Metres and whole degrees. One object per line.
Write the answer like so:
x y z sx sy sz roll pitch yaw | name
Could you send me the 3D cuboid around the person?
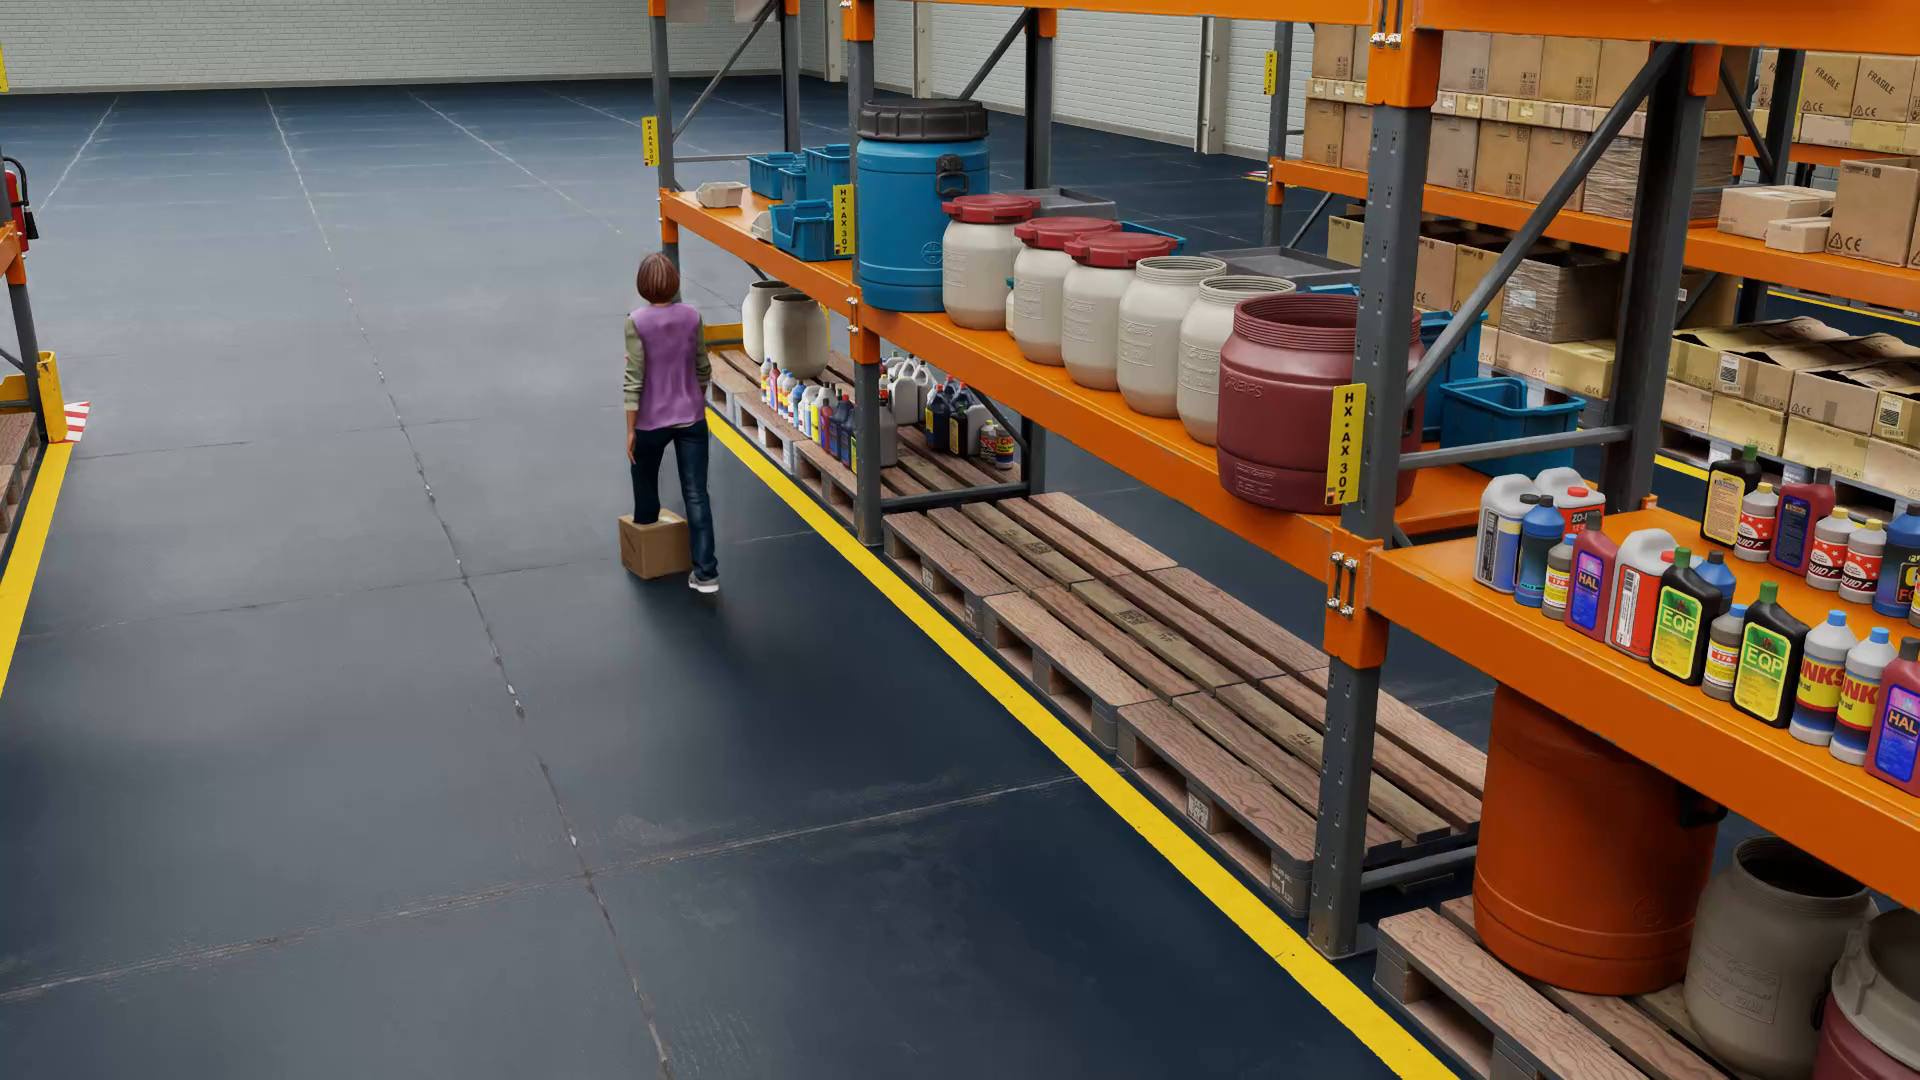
-1.368 -0.574 7.717 0.450 1.521 0.951 -8 21 -21 | person
